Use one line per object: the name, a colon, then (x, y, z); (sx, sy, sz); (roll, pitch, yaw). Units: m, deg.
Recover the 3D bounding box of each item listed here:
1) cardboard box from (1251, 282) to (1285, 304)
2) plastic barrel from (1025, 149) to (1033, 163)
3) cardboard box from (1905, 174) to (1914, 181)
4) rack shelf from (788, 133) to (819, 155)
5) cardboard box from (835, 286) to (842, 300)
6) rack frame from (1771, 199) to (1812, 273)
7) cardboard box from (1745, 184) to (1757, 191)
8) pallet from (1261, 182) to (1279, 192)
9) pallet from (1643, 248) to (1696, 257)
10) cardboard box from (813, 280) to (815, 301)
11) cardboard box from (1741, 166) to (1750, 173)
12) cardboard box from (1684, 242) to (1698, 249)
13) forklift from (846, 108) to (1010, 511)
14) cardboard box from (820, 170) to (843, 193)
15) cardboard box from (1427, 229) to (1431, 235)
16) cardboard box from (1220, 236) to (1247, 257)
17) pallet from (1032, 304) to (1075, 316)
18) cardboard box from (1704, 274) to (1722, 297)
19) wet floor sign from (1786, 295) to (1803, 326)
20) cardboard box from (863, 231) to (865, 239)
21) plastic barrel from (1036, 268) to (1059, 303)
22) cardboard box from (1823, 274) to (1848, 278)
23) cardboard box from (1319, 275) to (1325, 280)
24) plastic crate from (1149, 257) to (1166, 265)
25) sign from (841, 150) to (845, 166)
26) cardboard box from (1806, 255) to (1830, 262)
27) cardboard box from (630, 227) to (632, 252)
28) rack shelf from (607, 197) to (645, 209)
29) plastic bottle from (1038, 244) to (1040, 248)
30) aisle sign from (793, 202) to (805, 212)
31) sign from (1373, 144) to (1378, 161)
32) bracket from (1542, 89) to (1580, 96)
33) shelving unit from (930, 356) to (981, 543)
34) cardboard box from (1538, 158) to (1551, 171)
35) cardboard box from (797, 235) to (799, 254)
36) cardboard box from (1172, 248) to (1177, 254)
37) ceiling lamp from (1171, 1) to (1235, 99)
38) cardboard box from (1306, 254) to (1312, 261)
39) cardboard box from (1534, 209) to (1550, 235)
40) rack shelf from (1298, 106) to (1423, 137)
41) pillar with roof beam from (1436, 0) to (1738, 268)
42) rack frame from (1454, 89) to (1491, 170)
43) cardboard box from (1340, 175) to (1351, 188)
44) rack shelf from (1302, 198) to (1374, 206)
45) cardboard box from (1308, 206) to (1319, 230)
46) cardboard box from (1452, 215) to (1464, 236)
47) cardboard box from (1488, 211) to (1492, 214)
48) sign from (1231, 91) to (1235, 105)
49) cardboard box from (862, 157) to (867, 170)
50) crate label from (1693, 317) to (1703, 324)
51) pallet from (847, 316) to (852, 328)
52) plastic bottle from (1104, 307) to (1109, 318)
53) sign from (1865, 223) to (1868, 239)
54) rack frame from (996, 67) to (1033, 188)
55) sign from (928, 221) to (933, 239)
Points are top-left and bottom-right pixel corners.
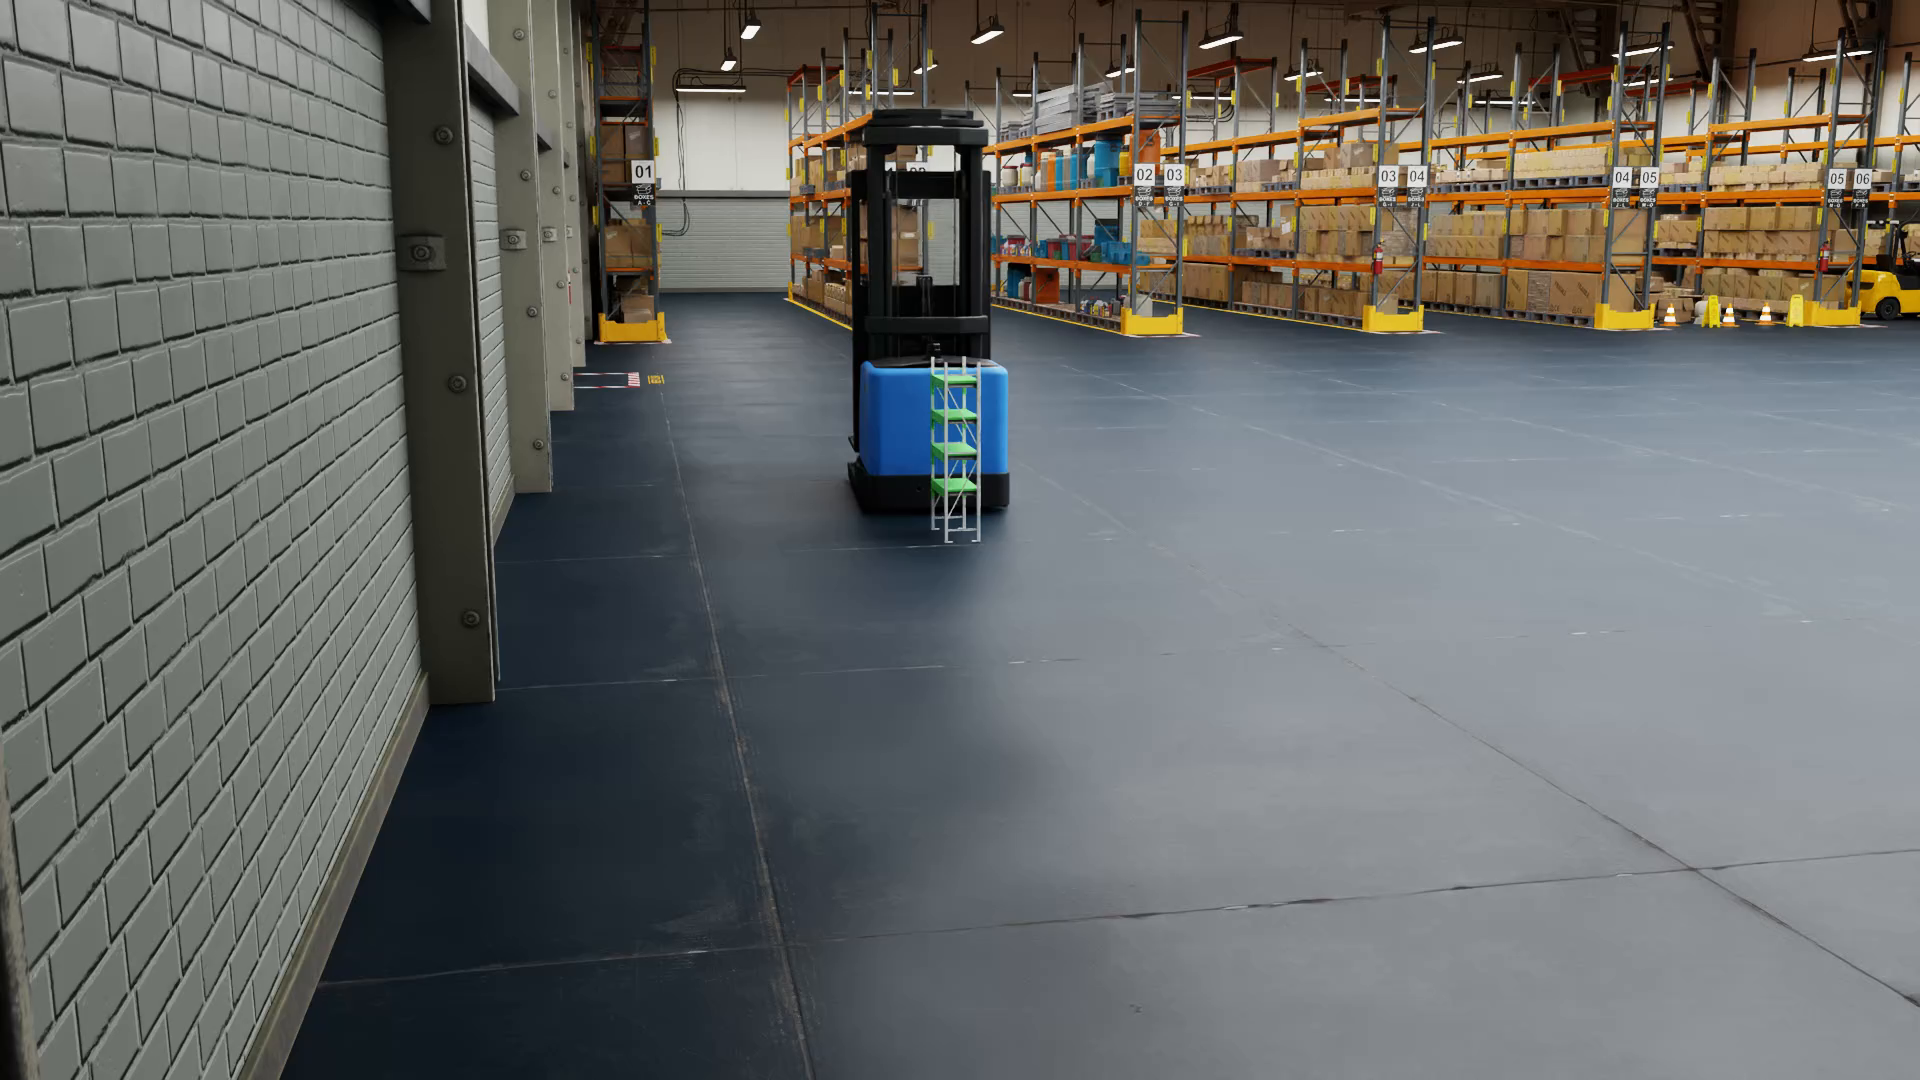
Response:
cardboard box: (7.337, -5.862, 39.482); (0.700, 0.500, 0.500); (-3, 11, -16)
plastic barrel: (1.913, -9.270, 41.390); (0.600, 0.901, 0.708); (-2, 11, -11)
cardboard box: (22.223, -8.418, 38.658); (0.380, 0.149, 0.250); (-2, 11, -10)
rack shelf: (-3.818, -10.430, 43.863); (1.077, 0.370, 4.000); (-2, 11, -11)
cardboard box: (-2.435, -5.386, 36.202); (0.500, 0.311, 0.500); (-2, 11, -11)
rack frame: (21.656, -7.639, 43.309); (1.000, 3.000, 0.127); (-2, 11, -11)
cardboard box: (17.551, -7.769, 36.639); (0.380, 0.149, 0.250); (-2, 11, -12)
pallet: (7.625, -8.052, 37.960); (1.213, 0.211, 1.003); (-2, 11, -11)
pallet: (17.213, -7.002, 40.475); (1.003, 0.211, 1.213); (-2, 11, -11)
cardboard box: (-3.369, -6.173, 41.114); (0.500, 0.500, 0.500); (-2, 11, -10)
cardboard box: (17.551, -8.208, 36.816); (0.380, 0.149, 0.250); (-2, 11, -13)
cardboard box: (17.195, -6.891, 38.930); (0.380, 0.149, 0.250); (-2, 11, -10)
forklift: (-0.333, -1.885, 13.263); (1.130, 2.935, 3.031); (-1, 11, -7)
cardboard box: (-2.769, -8.339, 38.699); (0.910, 0.500, 0.500); (-2, 11, -11)
cardboard box: (11.997, -7.775, 41.983); (0.380, 0.149, 0.250); (-2, 11, -13)
cardboard box: (6.728, -7.228, 40.882); (0.500, 0.500, 0.500); (-2, 11, -9)
pallet: (2.321, -5.404, 39.024); (1.003, 0.211, 1.213); (-2, 11, -11)
cardboard box: (17.416, -5.830, 38.030); (0.500, 0.500, 0.500); (-2, 11, -8)
wet floor sign: (17.331, -4.760, 34.481); (0.267, 0.644, 0.232); (2, 11, 9)
cardboard box: (-1.706, -6.032, 32.862); (0.380, 0.149, 0.250); (-2, 11, -11)
plastic barrel: (2.097, -6.147, 40.149); (0.600, 0.830, 0.708); (-2, 11, -11)
cardboard box: (22.030, -6.321, 41.611); (0.875, 0.625, 0.625); (-3, 11, -13)
cardboard box: (10.440, -7.475, 47.360); (0.380, 0.149, 0.250); (-2, 11, -10)
plastic crate: (3.906, -5.496, 32.757); (0.298, 0.136, 0.250); (-2, 11, -11)
sign: (-2.403, -7.865, 34.249); (0.100, 0.325, 0.005); (-2, 11, -11)
cardboard box: (18.061, -5.928, 34.991); (0.380, 0.149, 0.250); (-2, 11, -9)
cardboard box: (-6.342, -5.566, 30.758); (0.500, 0.500, 0.500); (-2, 11, -10)
rack shelf: (-7.898, -8.044, 39.338); (1.077, 0.370, 4.000); (-2, 11, -11)
plastic bottle: (2.022, -7.238, 41.333); (0.144, 0.351, 0.185); (-2, 11, -11)
aisle sign: (-4.508, -9.484, 46.050); (0.394, 0.787, 0.004); (-2, 11, -11)
sign: (8.075, -7.522, 32.305); (0.100, 0.325, 0.005); (-2, 11, -11)
bracket: (19.487, -14.925, 55.915); (0.076, 0.066, 5.218); (-2, 11, -11)
shelving unit: (-0.032, -0.620, 11.244); (0.258, 1.200, 0.503); (-2, 11, -11)
cardboard box: (12.749, -8.042, 35.620); (0.500, 0.250, 0.500); (-2, 11, -12)
cardboard box: (-4.083, -7.885, 44.334); (0.500, 0.500, 0.500); (-2, 11, -10)
cardboard box: (5.909, -7.752, 44.573); (0.380, 0.149, 0.250); (-2, 11, -11)
ceiling lamp: (7.476, -14.964, 50.137); (2.000, 3.185, 0.800); (-2, 11, -11)
cardboard box: (7.704, -6.099, 35.889); (0.380, 0.149, 0.250); (-2, 11, -11)
cardboard box: (12.959, -6.860, 35.928); (0.875, 0.550, 0.550); (-2, 11, -11)
rack shelf: (8.234, -8.589, 34.189); (1.077, 0.370, 4.000); (-2, 11, -11)
pillar with roof beam: (17.404, -11.324, 46.623); (9.100, 9.000, 0.548); (-2, 11, -11)
rack frame: (15.232, -11.872, 49.505); (1.000, 3.000, 0.127); (-2, 11, -11)
cardboard box: (8.089, -7.295, 33.880); (0.500, 0.250, 0.500); (-2, 11, -10)
rack shelf: (10.785, -9.480, 46.882); (1.077, 0.370, 4.000); (-2, 11, -11)
cardboard box: (7.782, -6.867, 35.515); (0.500, 0.500, 0.500); (-2, 11, -11)
cardboard box: (12.231, -7.530, 39.795); (0.700, 0.500, 0.500); (-2, 11, -12)
cardboard box: (15.389, -9.377, 47.762); (0.380, 0.149, 0.250); (-2, 11, -11)
sign: (6.523, -10.560, 39.691); (0.100, 0.325, 0.005); (-2, 11, -11)
cardboard box: (-1.577, -7.147, 31.606); (0.500, 0.250, 0.500); (-2, 11, -11)
crate label: (15.758, -4.655, 35.290); (0.250, 0.136, 0.298); (-9, 14, -40)
pallet: (-1.759, -4.487, 34.206); (1.003, 0.211, 1.213); (-2, 11, -11)
plastic bottle: (2.977, -4.612, 33.715); (0.097, 0.201, 0.097); (0, 11, 0)
sign: (18.876, -6.436, 34.671); (0.100, 0.325, 0.005); (-2, 11, -11)
rack frame: (1.431, -10.598, 42.811); (1.000, 3.000, 0.127); (-2, 11, -11)
sign: (-0.549, -5.754, 30.877); (0.100, 0.325, 0.005); (-2, 11, -11)
